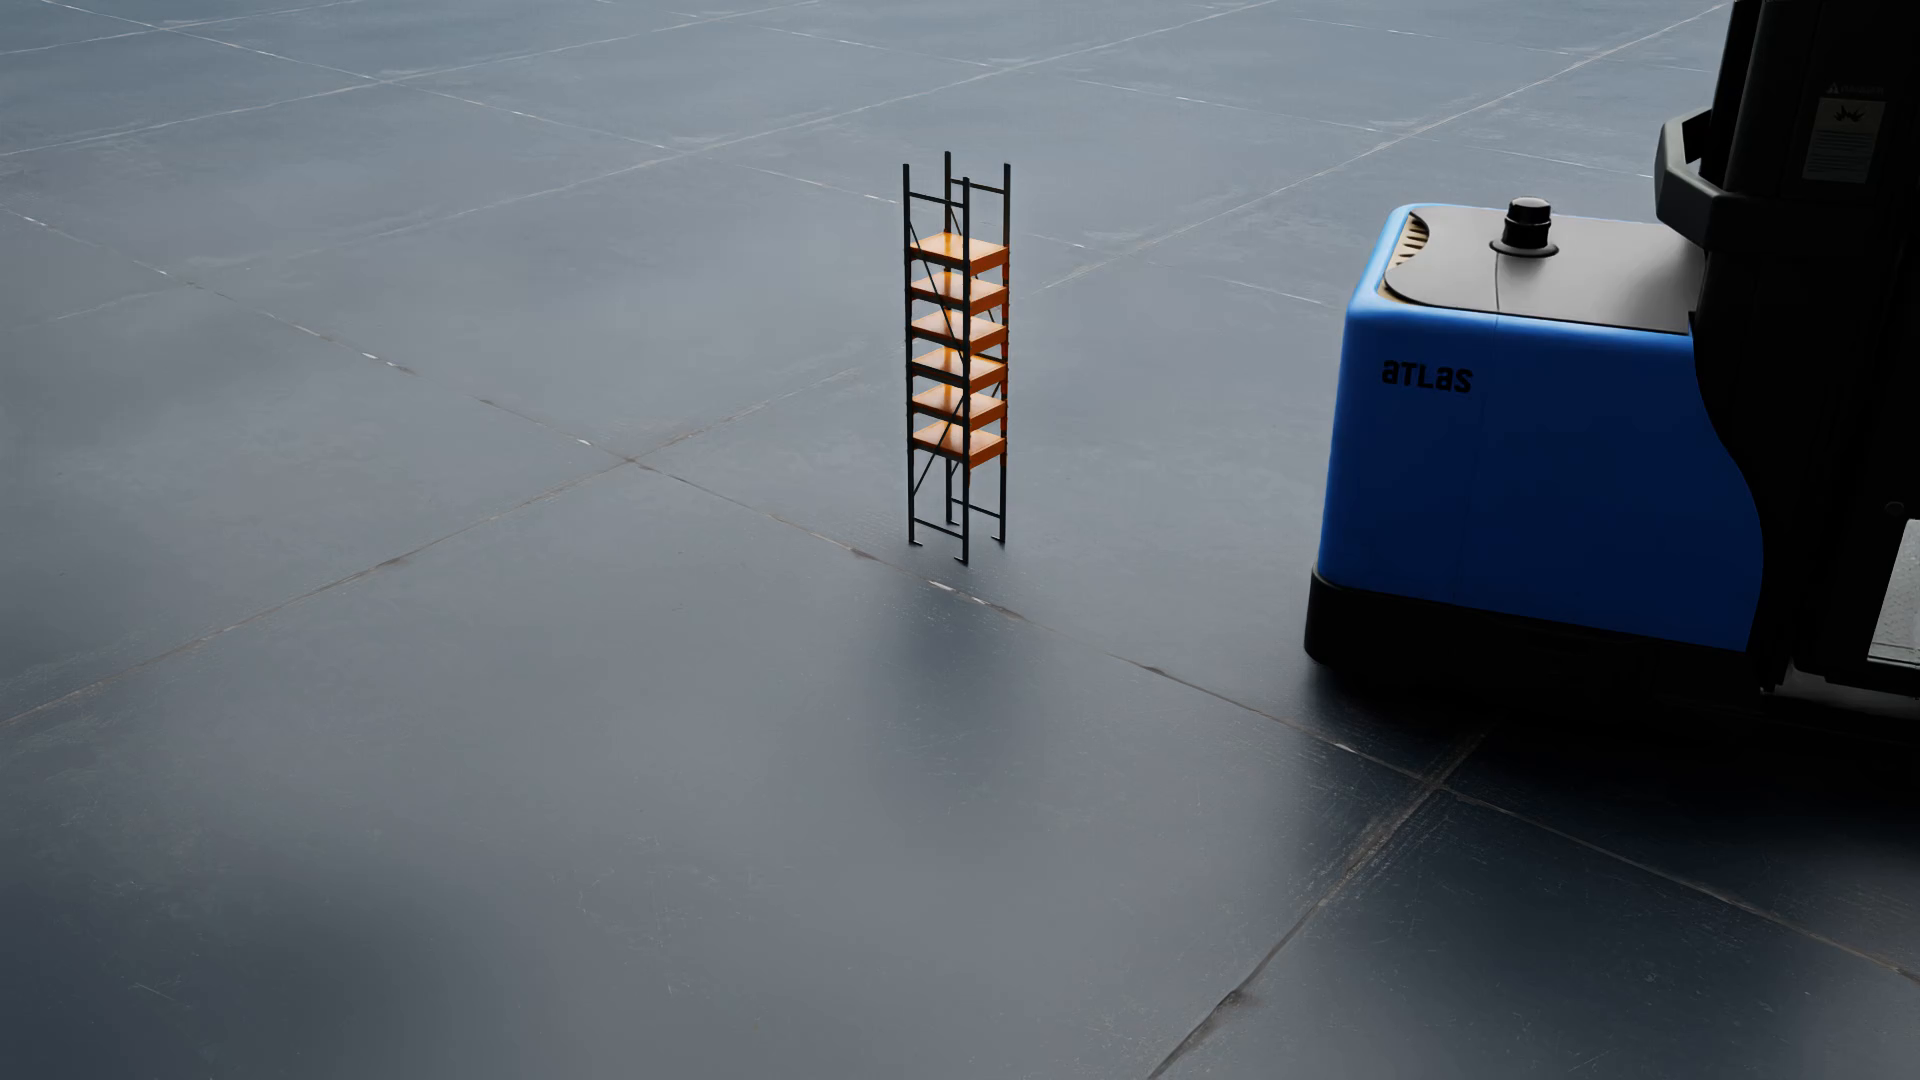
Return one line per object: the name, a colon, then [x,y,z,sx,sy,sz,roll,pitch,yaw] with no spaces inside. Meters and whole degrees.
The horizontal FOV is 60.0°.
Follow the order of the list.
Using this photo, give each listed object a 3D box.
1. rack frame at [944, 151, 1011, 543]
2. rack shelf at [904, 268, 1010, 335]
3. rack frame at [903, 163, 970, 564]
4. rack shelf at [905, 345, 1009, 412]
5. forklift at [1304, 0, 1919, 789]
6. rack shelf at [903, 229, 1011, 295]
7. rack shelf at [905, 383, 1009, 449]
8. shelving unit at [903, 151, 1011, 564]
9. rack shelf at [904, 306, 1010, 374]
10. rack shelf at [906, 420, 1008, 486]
rack frame: [0.049,-0.560,5.027,0.240,1.200,0.006,21,34,34]
rack shelf: [-0.009,-0.701,4.875,0.258,0.103,0.180,21,34,34]
rack frame: [-0.067,-0.495,4.902,0.240,1.200,0.006,21,34,34]
rack shelf: [-0.009,-0.488,4.985,0.258,0.103,0.180,21,34,34]
forklift: [2.509,-0.902,3.803,3.031,2.935,1.130,9,29,17]
rack shelf: [-0.009,-0.808,4.819,0.258,0.103,0.180,21,34,34]
rack shelf: [-0.009,-0.382,5.040,0.258,0.103,0.180,21,34,34]
shelving unit: [-0.009,-0.528,4.964,0.258,1.200,0.189,21,34,34]
rack shelf: [-0.009,-0.595,4.930,0.258,0.103,0.180,21,34,34]
rack shelf: [-0.009,-0.275,5.095,0.258,0.103,0.180,21,34,34]
